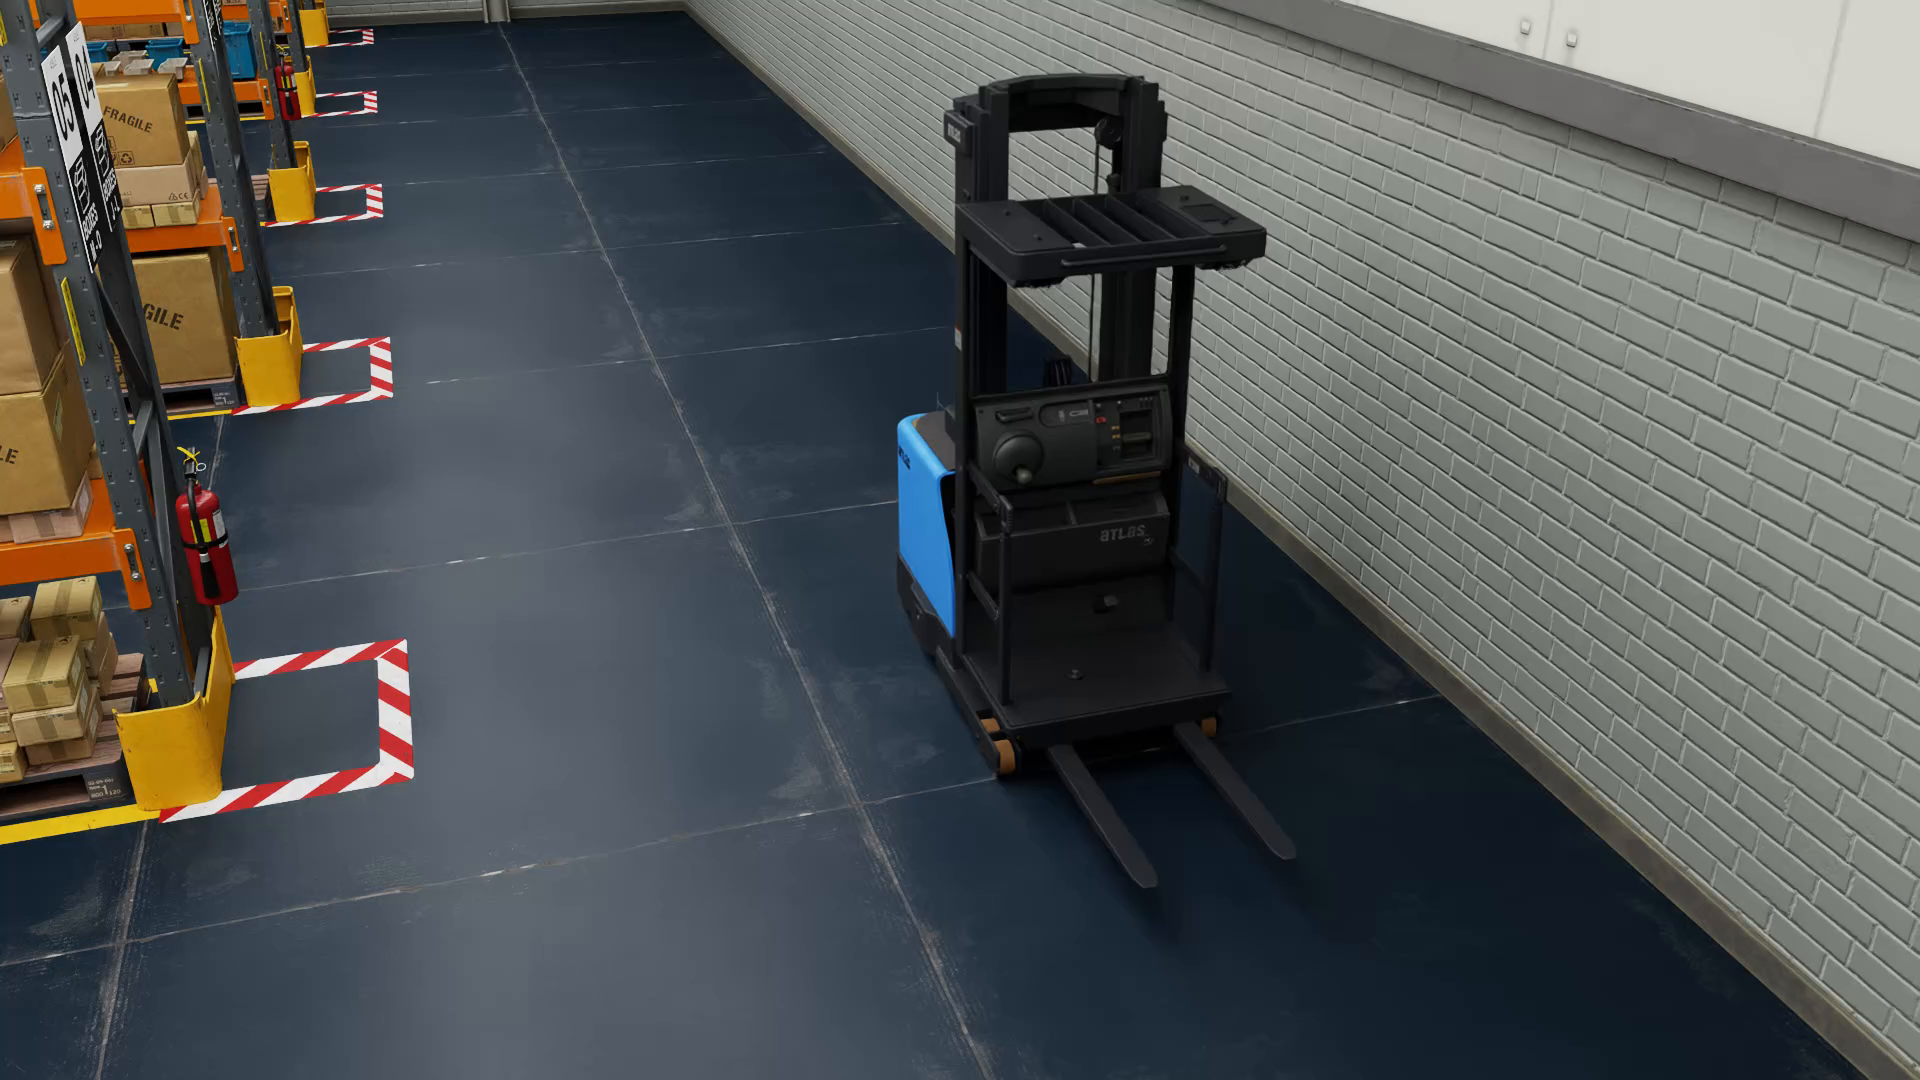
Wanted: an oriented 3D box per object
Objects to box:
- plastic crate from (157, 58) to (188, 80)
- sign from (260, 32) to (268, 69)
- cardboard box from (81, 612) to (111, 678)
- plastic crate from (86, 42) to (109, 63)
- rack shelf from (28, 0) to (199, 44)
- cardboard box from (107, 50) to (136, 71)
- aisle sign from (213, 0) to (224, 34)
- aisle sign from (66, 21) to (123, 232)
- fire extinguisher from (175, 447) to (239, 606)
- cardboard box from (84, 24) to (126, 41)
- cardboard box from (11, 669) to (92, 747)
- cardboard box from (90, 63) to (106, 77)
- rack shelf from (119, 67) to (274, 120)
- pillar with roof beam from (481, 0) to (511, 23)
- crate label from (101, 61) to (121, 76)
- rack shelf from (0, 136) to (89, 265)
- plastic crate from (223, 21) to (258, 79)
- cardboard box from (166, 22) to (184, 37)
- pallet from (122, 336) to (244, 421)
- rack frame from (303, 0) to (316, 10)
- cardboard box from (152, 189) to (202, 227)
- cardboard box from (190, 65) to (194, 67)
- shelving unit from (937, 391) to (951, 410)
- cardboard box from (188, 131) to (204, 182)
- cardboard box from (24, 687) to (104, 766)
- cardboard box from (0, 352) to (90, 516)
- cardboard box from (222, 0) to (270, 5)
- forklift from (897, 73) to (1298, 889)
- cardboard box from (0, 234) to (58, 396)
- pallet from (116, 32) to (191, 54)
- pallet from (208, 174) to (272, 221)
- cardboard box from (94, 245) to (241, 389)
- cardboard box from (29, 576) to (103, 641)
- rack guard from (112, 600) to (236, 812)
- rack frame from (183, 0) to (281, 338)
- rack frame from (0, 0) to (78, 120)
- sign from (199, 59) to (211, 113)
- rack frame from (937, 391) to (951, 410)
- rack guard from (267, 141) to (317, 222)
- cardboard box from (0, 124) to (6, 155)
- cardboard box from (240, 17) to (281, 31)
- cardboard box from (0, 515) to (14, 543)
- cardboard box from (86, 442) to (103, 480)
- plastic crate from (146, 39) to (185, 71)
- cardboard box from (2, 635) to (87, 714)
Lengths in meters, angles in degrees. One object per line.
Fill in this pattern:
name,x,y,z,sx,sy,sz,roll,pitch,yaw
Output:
plastic crate,-7.264,-4.344,15.356,0.243,0.136,0.396,-8,28,-16
sign,-6.359,-4.467,15.191,0.005,0.325,0.100,-8,28,-16
cardboard box,-4.149,0.500,7.768,0.250,0.149,0.380,-7,27,-14
plastic crate,-8.134,-4.500,15.561,0.300,0.233,0.416,-8,28,-16
rack shelf,-6.913,-3.276,10.411,4.000,0.370,1.077,-8,28,-16
cardboard box,-10.094,-5.508,19.784,0.637,0.503,0.797,-8,28,-16
aisle sign,-5.036,-3.831,11.170,0.004,0.787,0.394,-8,28,-16
aisle sign,-3.595,-1.720,6.918,0.004,0.787,0.394,-8,28,-16
fire extinguisher,-3.189,-0.057,6.997,0.183,0.674,0.296,-8,28,-16
cardboard box,-12.195,-7.458,23.738,0.500,0.500,0.700,-9,28,-17
cardboard box,-3.985,0.730,7.305,0.250,0.149,0.380,-9,28,-17
cardboard box,-6.027,-2.911,11.231,0.500,0.500,0.500,-9,28,-17
rack shelf,-8.447,-4.026,15.296,4.000,0.370,1.077,-8,28,-16
pillar with roof beam,-5.981,-10.417,20.613,0.400,9.000,9.100,-8,28,-16
crate label,-7.802,-4.261,15.190,0.243,0.136,0.396,-8,28,-16
rack shelf,-5.473,-1.165,6.159,4.000,0.370,1.077,-8,28,-16
plastic crate,-6.806,-4.542,15.418,0.499,0.435,0.616,-8,28,-16
cardboard box,-11.201,-7.604,24.032,0.500,0.500,0.700,-9,28,-18
pallet,-5.747,-1.138,11.804,1.213,0.211,1.003,-8,28,-16
rack frame,-9.613,-8.813,24.128,0.127,3.000,1.000,-8,28,-16
cardboard box,-5.248,-2.229,11.149,0.250,0.149,0.380,-8,27,-15
cardboard box,-9.156,-5.661,20.376,0.500,0.250,0.500,-8,28,-16
shelving unit,0.008,-0.404,9.552,0.210,0.900,0.258,-8,28,-16
cardboard box,-5.551,-2.644,11.537,0.500,0.250,0.500,-9,28,-17
cardboard box,-4.007,0.831,7.437,0.250,0.149,0.380,-8,27,-15
cardboard box,-3.919,-0.426,6.788,0.500,0.500,0.500,-8,27,-15
cardboard box,-8.417,-6.587,19.532,0.500,0.500,0.500,-7,27,-15
forklift,0.586,-0.436,7.333,1.130,2.935,3.031,-8,27,-16
cardboard box,-3.930,-0.876,6.571,0.500,0.500,0.500,-9,28,-17
pallet,-11.507,-7.254,24.125,1.213,0.211,1.003,-8,28,-16
pallet,-7.341,-3.278,16.115,1.213,0.211,1.003,-8,28,-16
cardboard box,-5.595,-1.644,11.606,0.875,0.875,0.875,-8,28,-16
cardboard box,-4.175,0.332,7.773,0.250,0.149,0.380,-10,28,-18
rack guard,-3.644,0.711,7.755,0.348,0.500,1.175,-8,28,-16
rack frame,-5.011,-2.530,11.473,0.127,3.000,1.000,-8,28,-16
rack frame,-3.571,-3.106,5.886,0.127,3.000,1.000,-8,28,-16
sign,-4.856,-2.923,10.696,0.005,0.325,0.100,-8,28,-16
rack frame,-0.089,-0.390,9.524,0.006,0.900,0.240,-8,28,-16
rack guard,-6.526,-3.513,16.264,0.348,0.500,1.175,-8,28,-16
cardboard box,-3.922,-1.521,6.235,0.500,0.250,0.500,-9,28,-17
cardboard box,-10.248,-7.743,24.311,0.500,0.500,0.700,-8,28,-16
cardboard box,-4.042,-0.123,6.908,0.250,0.149,0.380,-8,28,-16
cardboard box,-3.981,-0.400,7.465,0.250,0.149,0.380,-8,28,-17
plastic crate,-7.508,-4.590,15.744,0.300,0.233,0.416,-8,28,-16
cardboard box,-3.996,0.584,7.266,0.250,0.149,0.380,-8,27,-16
